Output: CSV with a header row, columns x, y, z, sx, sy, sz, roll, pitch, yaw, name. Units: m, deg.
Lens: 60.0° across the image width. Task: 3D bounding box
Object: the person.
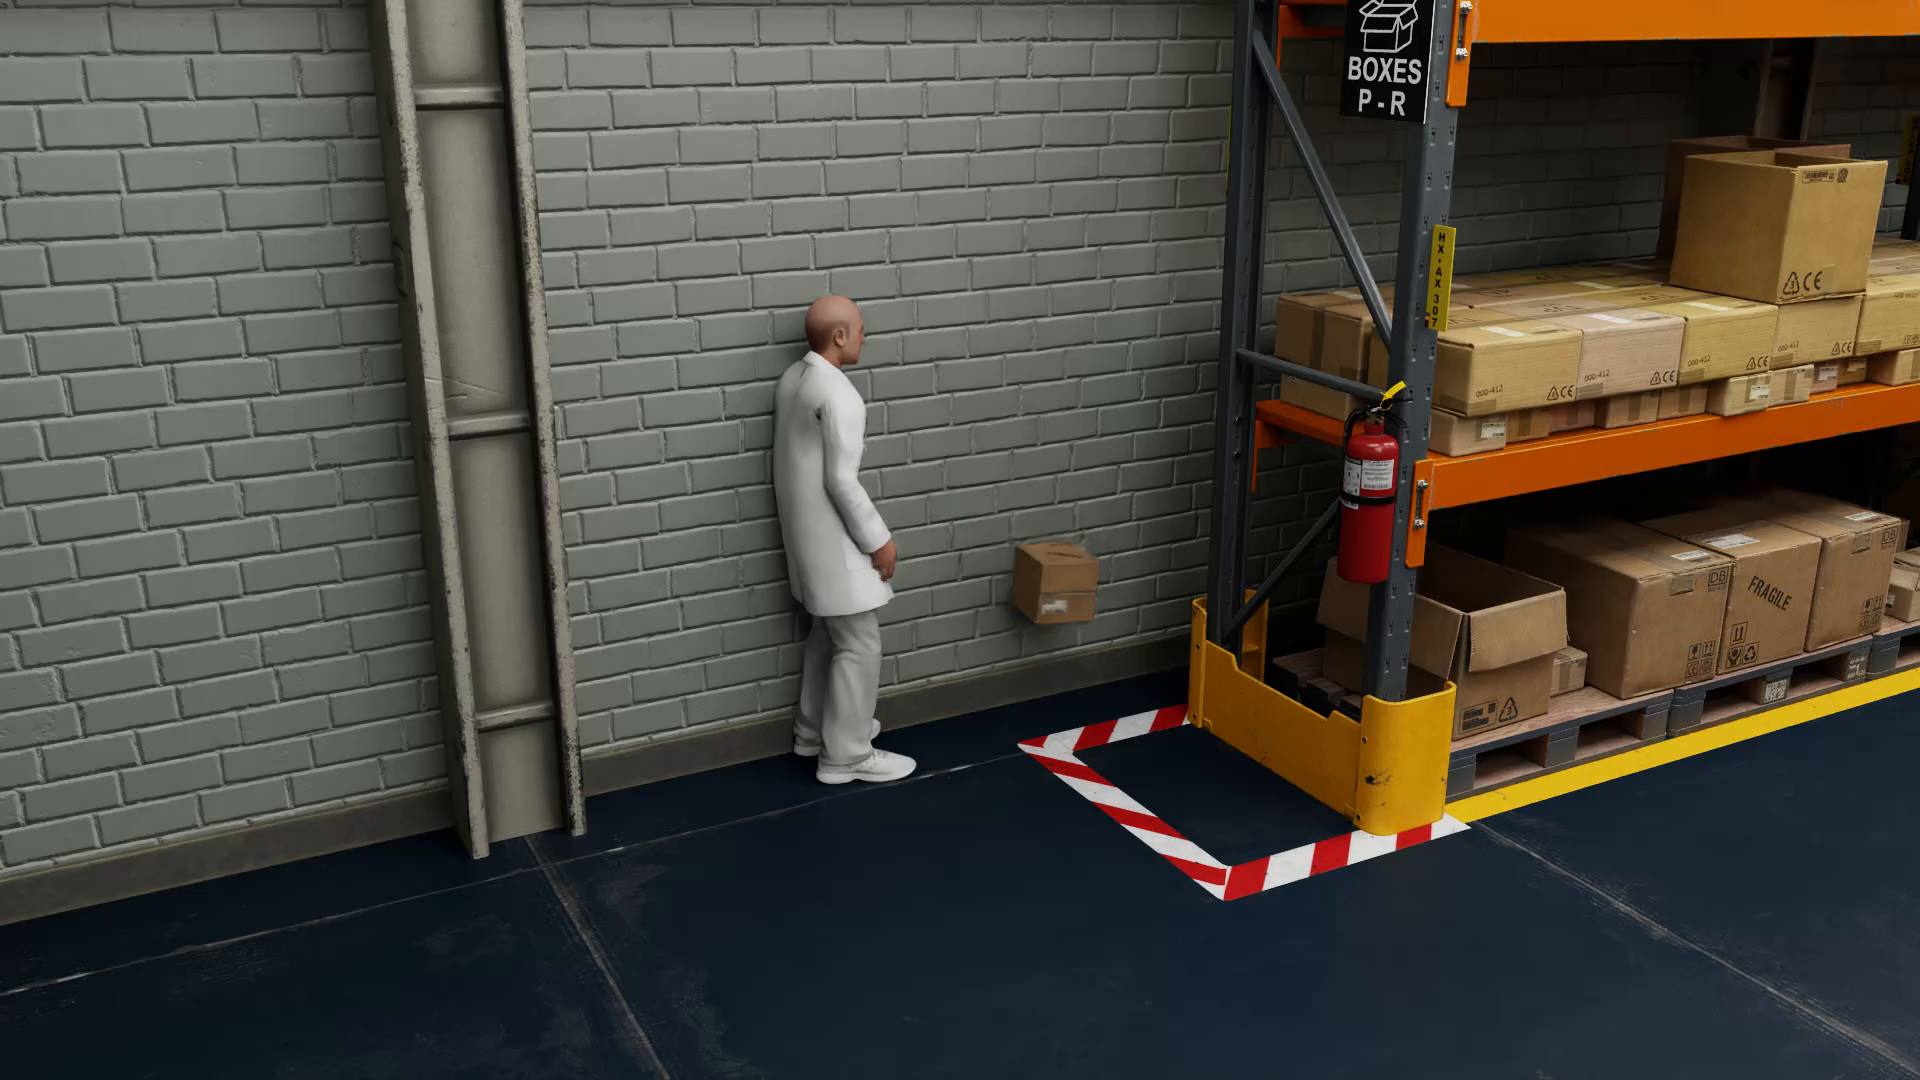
x,y,z,sx,sy,sz,roll,pitch,yaw,name
-0.452,-0.008,6.099,0.424,1.778,0.589,-8,20,-22,person
